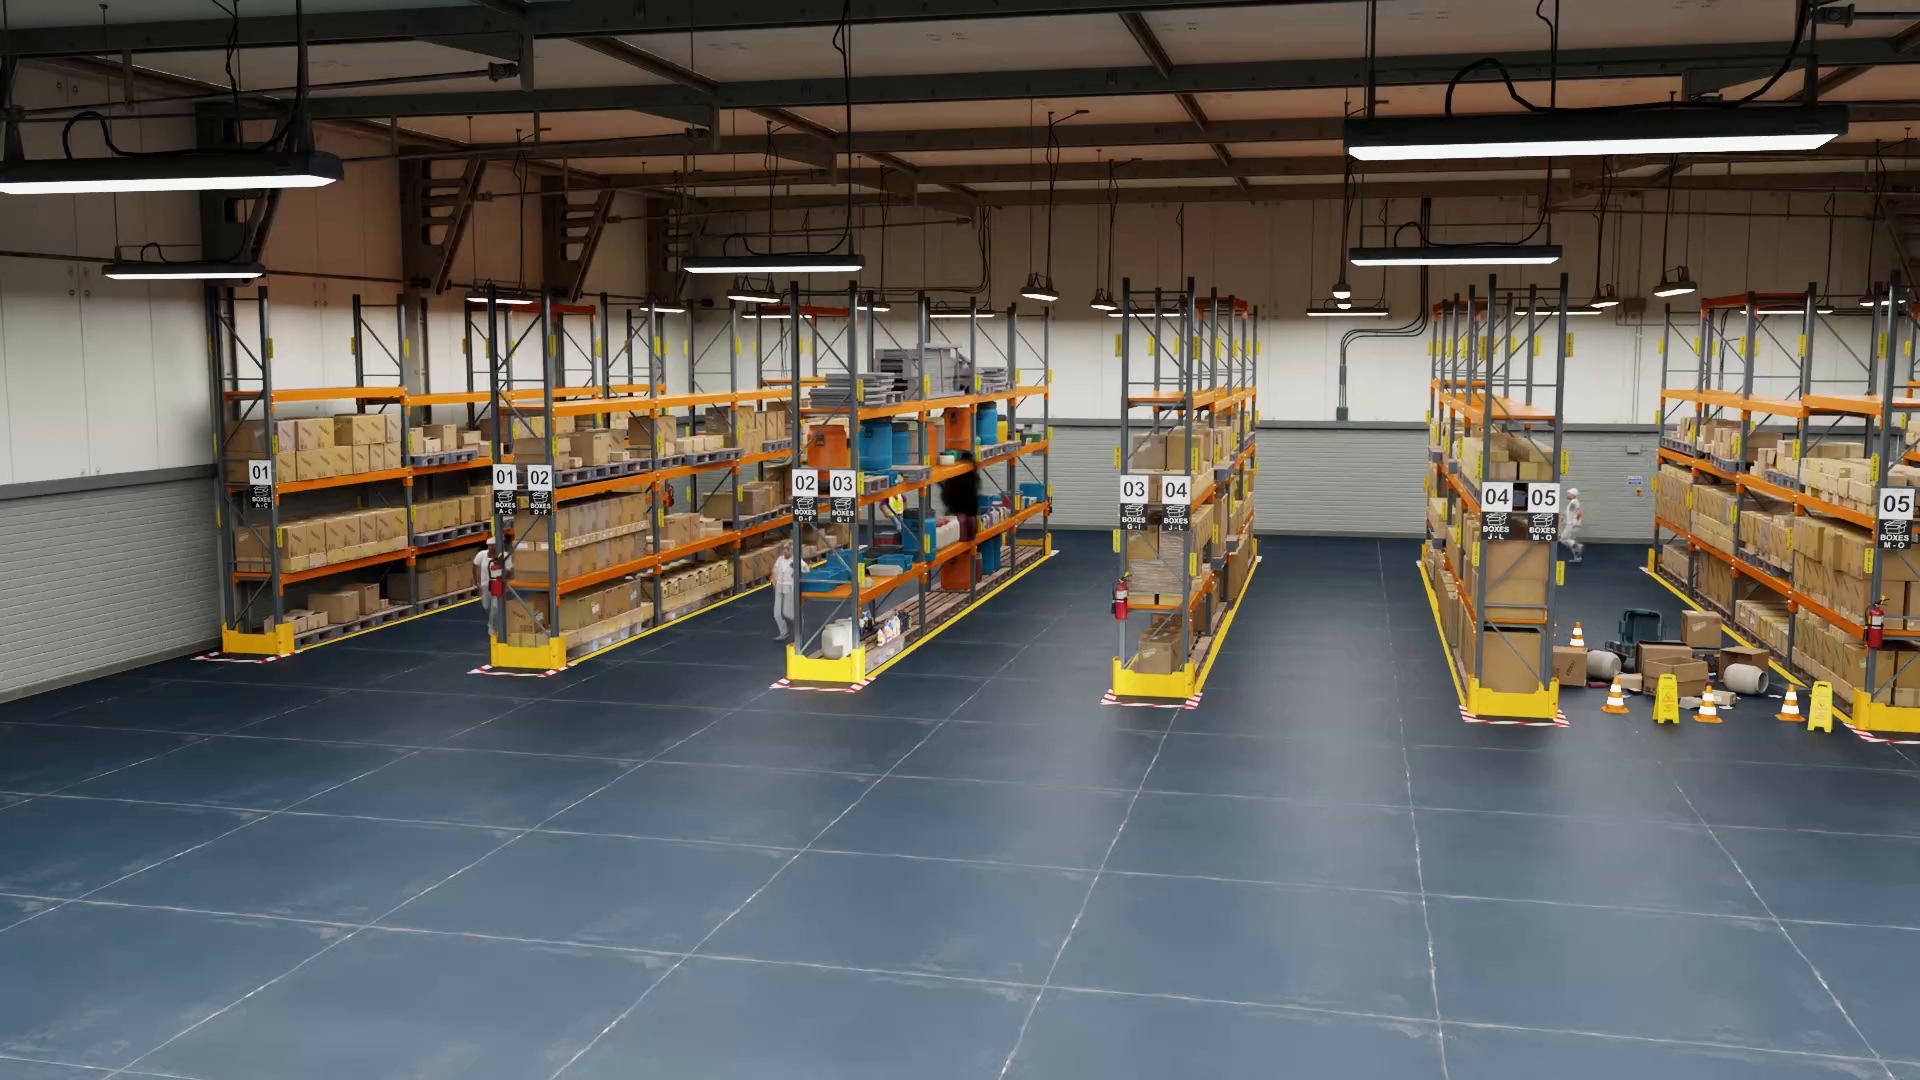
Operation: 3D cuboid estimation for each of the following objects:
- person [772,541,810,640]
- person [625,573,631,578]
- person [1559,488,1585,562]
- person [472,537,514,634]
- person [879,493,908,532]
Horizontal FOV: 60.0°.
[{"bbox_3d":[-2.964,0.878,28.615,0.699,1.744,0.581,3,7,25],"label":"person"},{"bbox_3d":[-6.873,0.354,33.814,0.535,1.543,0.567,2,7,15],"label":"person"},{"bbox_3d":[14.332,-0.341,39.001,0.656,1.737,0.699,3,7,21],"label":"person"},{"bbox_3d":[-8.268,0.793,29.446,0.741,1.717,0.698,0,7,-2],"label":"person"},{"bbox_3d":[-1.594,-0.634,41.712,0.757,1.699,0.541,-3,7,-27],"label":"person"}]
